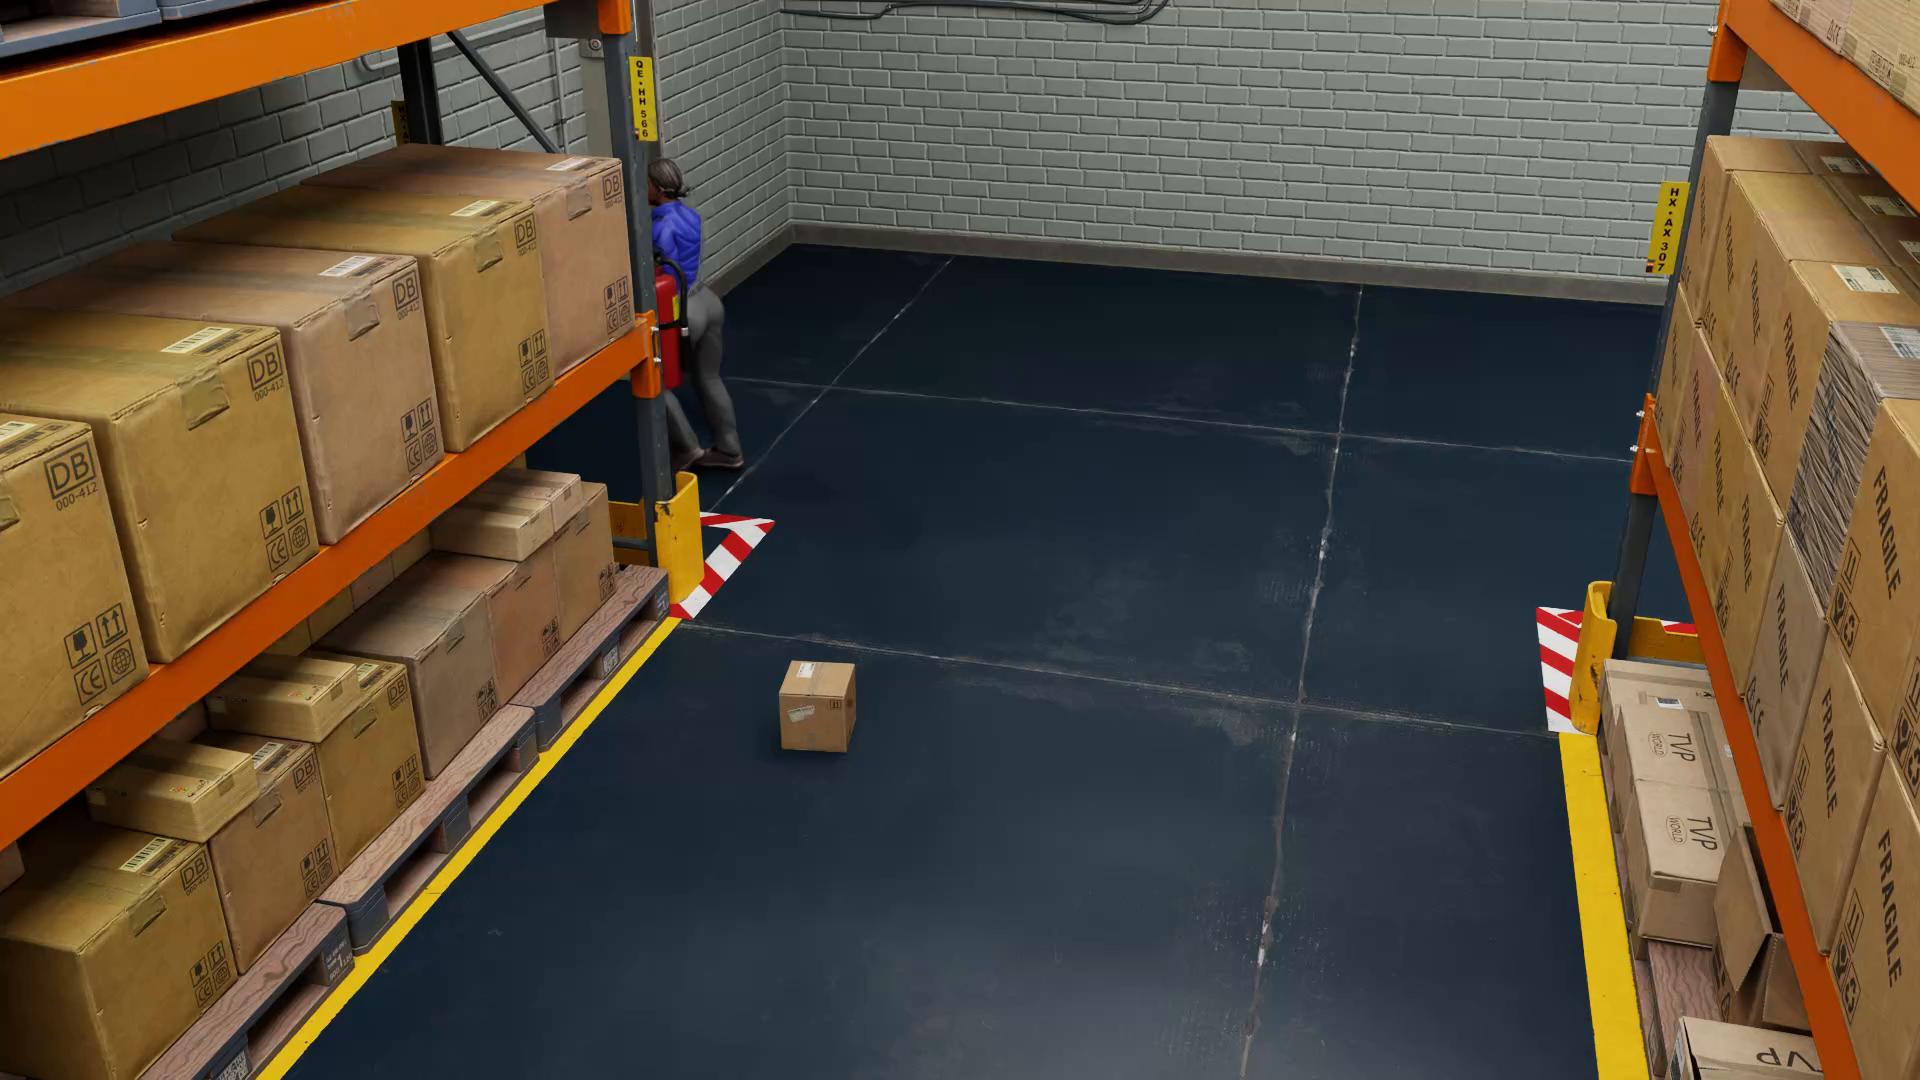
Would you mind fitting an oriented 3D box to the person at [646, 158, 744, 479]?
[{"bbox_3d":[-1.410,-1.088,8.423,0.490,1.671,0.487,8,27,17],"label":"person"}]
